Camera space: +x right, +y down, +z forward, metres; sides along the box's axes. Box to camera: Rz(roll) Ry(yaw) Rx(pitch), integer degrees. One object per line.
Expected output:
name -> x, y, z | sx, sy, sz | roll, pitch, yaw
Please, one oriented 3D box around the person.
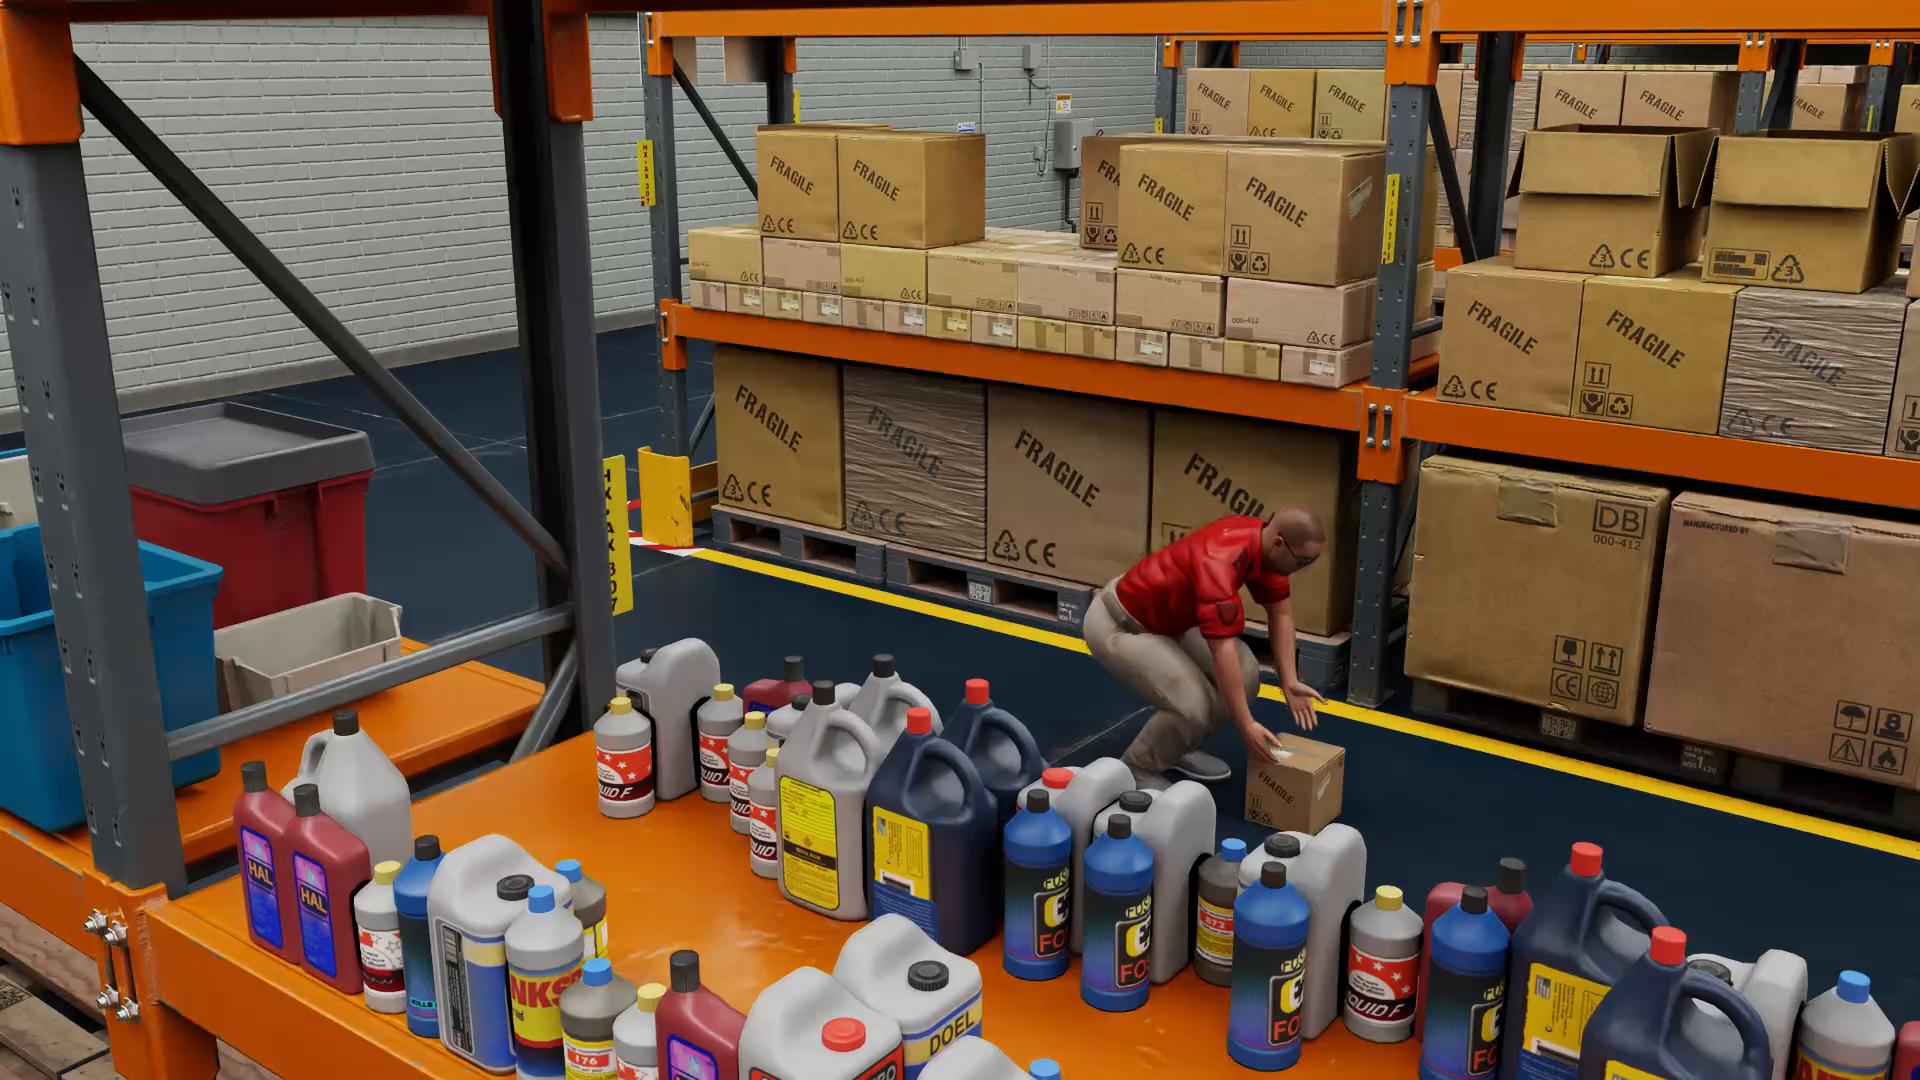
person -> 0.870, 0.368, 5.913 | 0.830, 1.114, 0.576 | 12, 20, 35
